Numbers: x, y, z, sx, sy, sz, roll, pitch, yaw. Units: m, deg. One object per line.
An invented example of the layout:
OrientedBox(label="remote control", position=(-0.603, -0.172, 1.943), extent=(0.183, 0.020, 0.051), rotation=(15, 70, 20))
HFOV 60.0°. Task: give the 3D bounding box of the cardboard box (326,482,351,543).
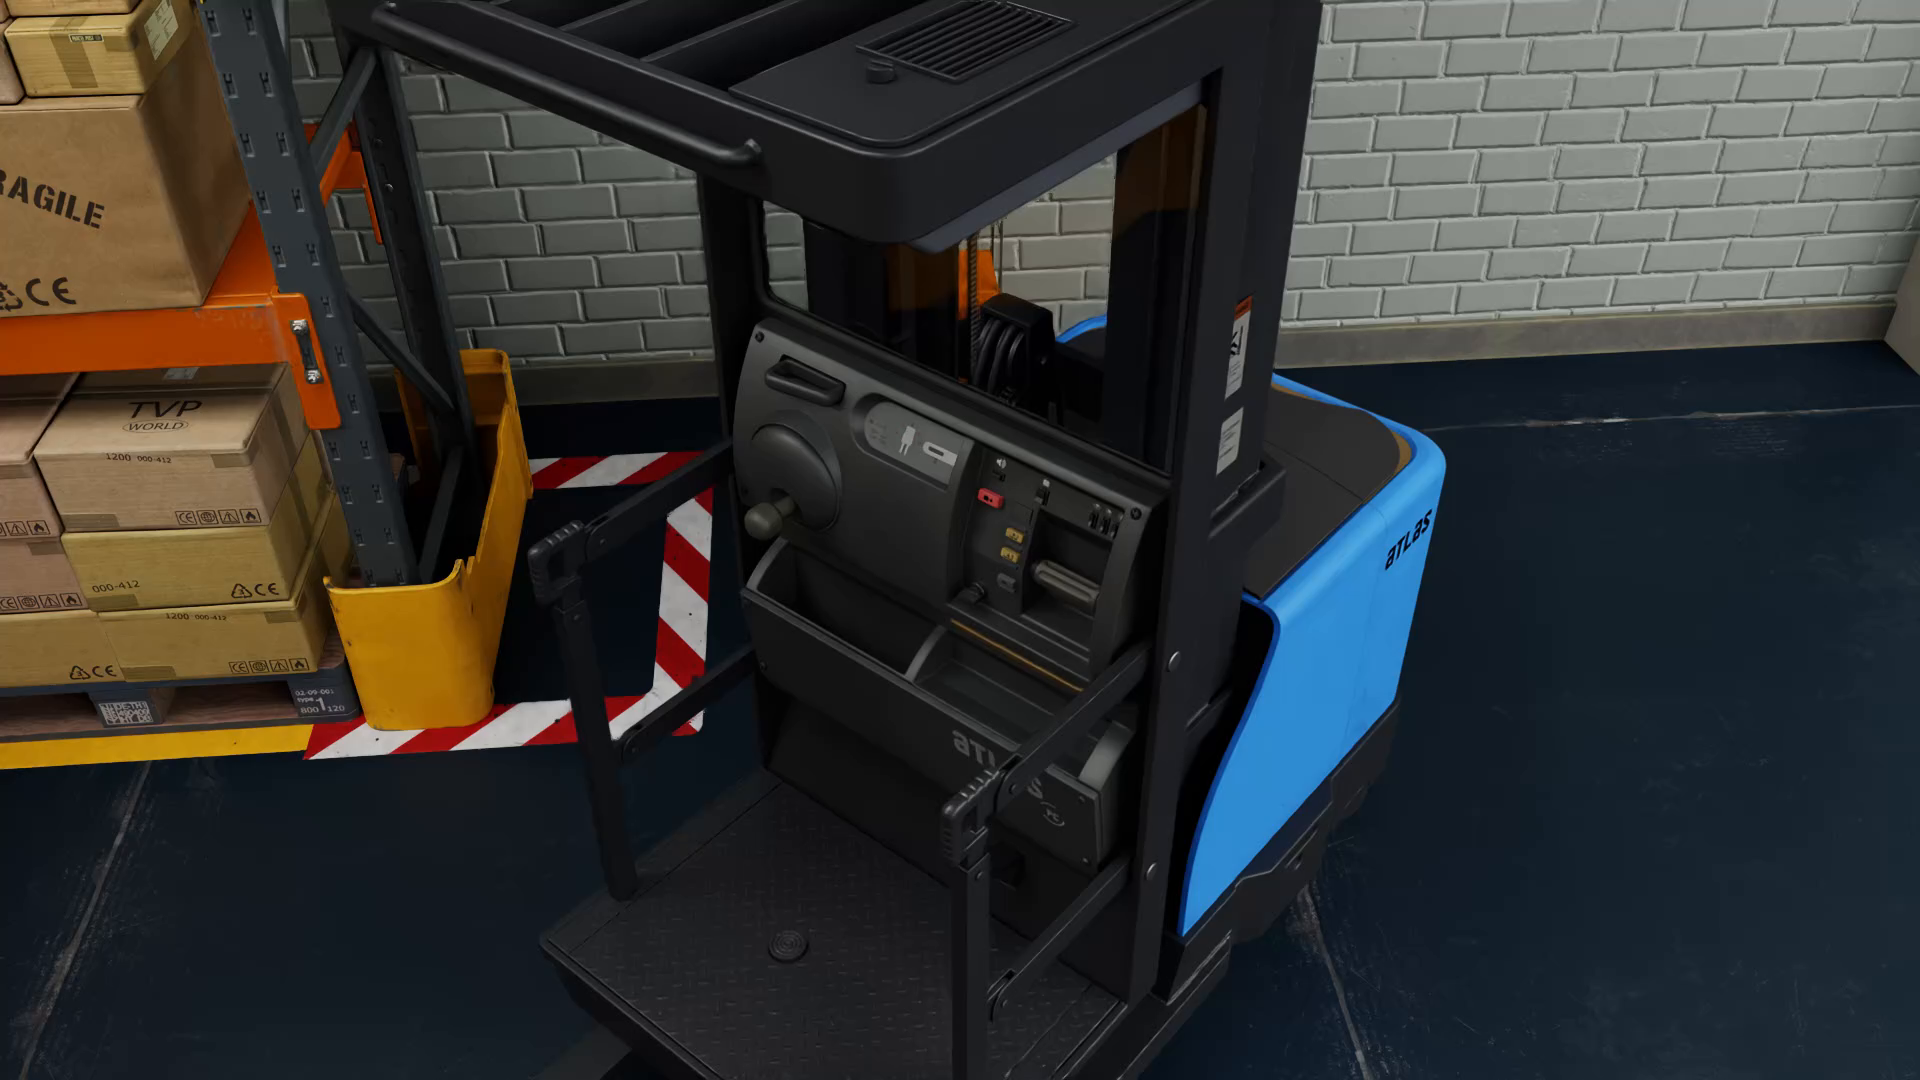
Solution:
OrientedBox(label="cardboard box", position=(-2.058, -0.195, 4.957), extent=(0.500, 0.250, 0.500), rotation=(-3, 38, -4))

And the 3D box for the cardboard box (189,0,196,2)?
OrientedBox(label="cardboard box", position=(-1.912, -1.451, 4.064), extent=(0.250, 0.149, 0.380), rotation=(-4, 38, -5))

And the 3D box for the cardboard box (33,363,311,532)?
OrientedBox(label="cardboard box", position=(-1.982, -0.276, 4.252), extent=(0.500, 0.250, 0.500), rotation=(-2, 38, -2))

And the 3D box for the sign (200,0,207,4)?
OrientedBox(label="sign", position=(-1.517, -1.228, 3.259), extent=(0.005, 0.325, 0.100), rotation=(-3, 38, -4))

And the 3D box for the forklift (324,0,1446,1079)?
OrientedBox(label="forklift", position=(-0.196, -0.021, 2.911), extent=(1.130, 2.935, 3.031), rotation=(27, 46, 30))

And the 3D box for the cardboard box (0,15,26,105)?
OrientedBox(label="cardboard box", position=(-2.124, -1.086, 3.600), extent=(0.250, 0.149, 0.380), rotation=(-3, 38, -3))

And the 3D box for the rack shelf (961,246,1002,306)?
OrientedBox(label="rack shelf", position=(0.014, -0.720, 4.684), extent=(0.180, 0.103, 0.258), rotation=(-3, 38, -4))

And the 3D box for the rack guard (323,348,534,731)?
OrientedBox(label="rack guard", position=(-1.527, -0.036, 4.892), extent=(0.348, 0.500, 1.175), rotation=(-3, 38, -4))

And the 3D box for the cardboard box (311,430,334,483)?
OrientedBox(label="cardboard box", position=(-2.038, -0.400, 4.813), extent=(0.500, 0.250, 0.500), rotation=(-2, 38, -3))

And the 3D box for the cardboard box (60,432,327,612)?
OrientedBox(label="cardboard box", position=(-2.009, -0.078, 4.405), extent=(0.500, 0.250, 0.500), rotation=(-4, 38, -5))

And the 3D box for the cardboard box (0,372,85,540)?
OrientedBox(label="cardboard box", position=(-2.491, -0.245, 4.212), extent=(0.500, 0.250, 0.500), rotation=(-2, 38, -3))

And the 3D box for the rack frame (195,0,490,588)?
OrientedBox(label="rack frame", position=(-1.551, -1.016, 4.116), extent=(0.127, 3.000, 1.000), rotation=(-3, 38, -4))

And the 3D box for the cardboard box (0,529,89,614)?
OrientedBox(label="cardboard box", position=(-2.509, -0.057, 4.378), extent=(0.500, 0.250, 0.500), rotation=(-3, 38, -4))

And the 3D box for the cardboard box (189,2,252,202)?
OrientedBox(label="cardboard box", position=(-2.069, -1.200, 4.268), extent=(0.500, 0.500, 0.500), rotation=(-2, 38, -3))

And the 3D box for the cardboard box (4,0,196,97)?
OrientedBox(label="cardboard box", position=(-1.872, -1.118, 3.641), extent=(0.250, 0.149, 0.380), rotation=(-3, 38, -3))

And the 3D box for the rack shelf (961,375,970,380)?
OrientedBox(label="rack shelf", position=(0.014, -0.531, 4.833), extent=(0.180, 0.103, 0.258), rotation=(-3, 38, -4))

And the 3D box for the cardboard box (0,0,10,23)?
OrientedBox(label="cardboard box", position=(-2.132, -1.244, 3.561), extent=(0.250, 0.149, 0.380), rotation=(-3, 38, -4))

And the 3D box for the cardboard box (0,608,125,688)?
OrientedBox(label="cardboard box", position=(-2.488, 0.141, 4.531), extent=(0.500, 0.250, 0.500), rotation=(-3, 38, -4))

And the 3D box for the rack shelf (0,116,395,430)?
OrientedBox(label="rack shelf", position=(-3.544, -0.624, 4.200), extent=(4.000, 0.370, 1.077), rotation=(-3, 38, -4))

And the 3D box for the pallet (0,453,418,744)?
OrientedBox(label="pallet", position=(-2.309, 0.146, 4.894), extent=(1.213, 0.211, 1.003), rotation=(-3, 38, -4))

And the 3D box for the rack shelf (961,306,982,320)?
OrientedBox(label="rack shelf", position=(0.014, -0.625, 4.758), extent=(0.180, 0.103, 0.258), rotation=(-3, 38, -4))

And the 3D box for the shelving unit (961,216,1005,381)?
OrientedBox(label="shelving unit", position=(0.014, -0.472, 4.879), extent=(0.189, 1.200, 0.258), rotation=(-3, 38, -4))

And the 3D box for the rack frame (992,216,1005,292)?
OrientedBox(label="rack frame", position=(0.106, -0.477, 4.886), extent=(0.006, 1.200, 0.240), rotation=(-3, 38, -4))

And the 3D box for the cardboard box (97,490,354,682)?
OrientedBox(label="cardboard box", position=(-1.991, 0.119, 4.558), extent=(0.500, 0.250, 0.500), rotation=(-3, 38, -4))

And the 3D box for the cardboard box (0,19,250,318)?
OrientedBox(label="cardboard box", position=(-2.018, -0.866, 3.846), extent=(0.500, 0.500, 0.500), rotation=(-4, 38, -5))

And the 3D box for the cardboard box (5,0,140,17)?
OrientedBox(label="cardboard box", position=(-1.890, -1.277, 3.602), extent=(0.250, 0.149, 0.380), rotation=(-3, 38, -4))
